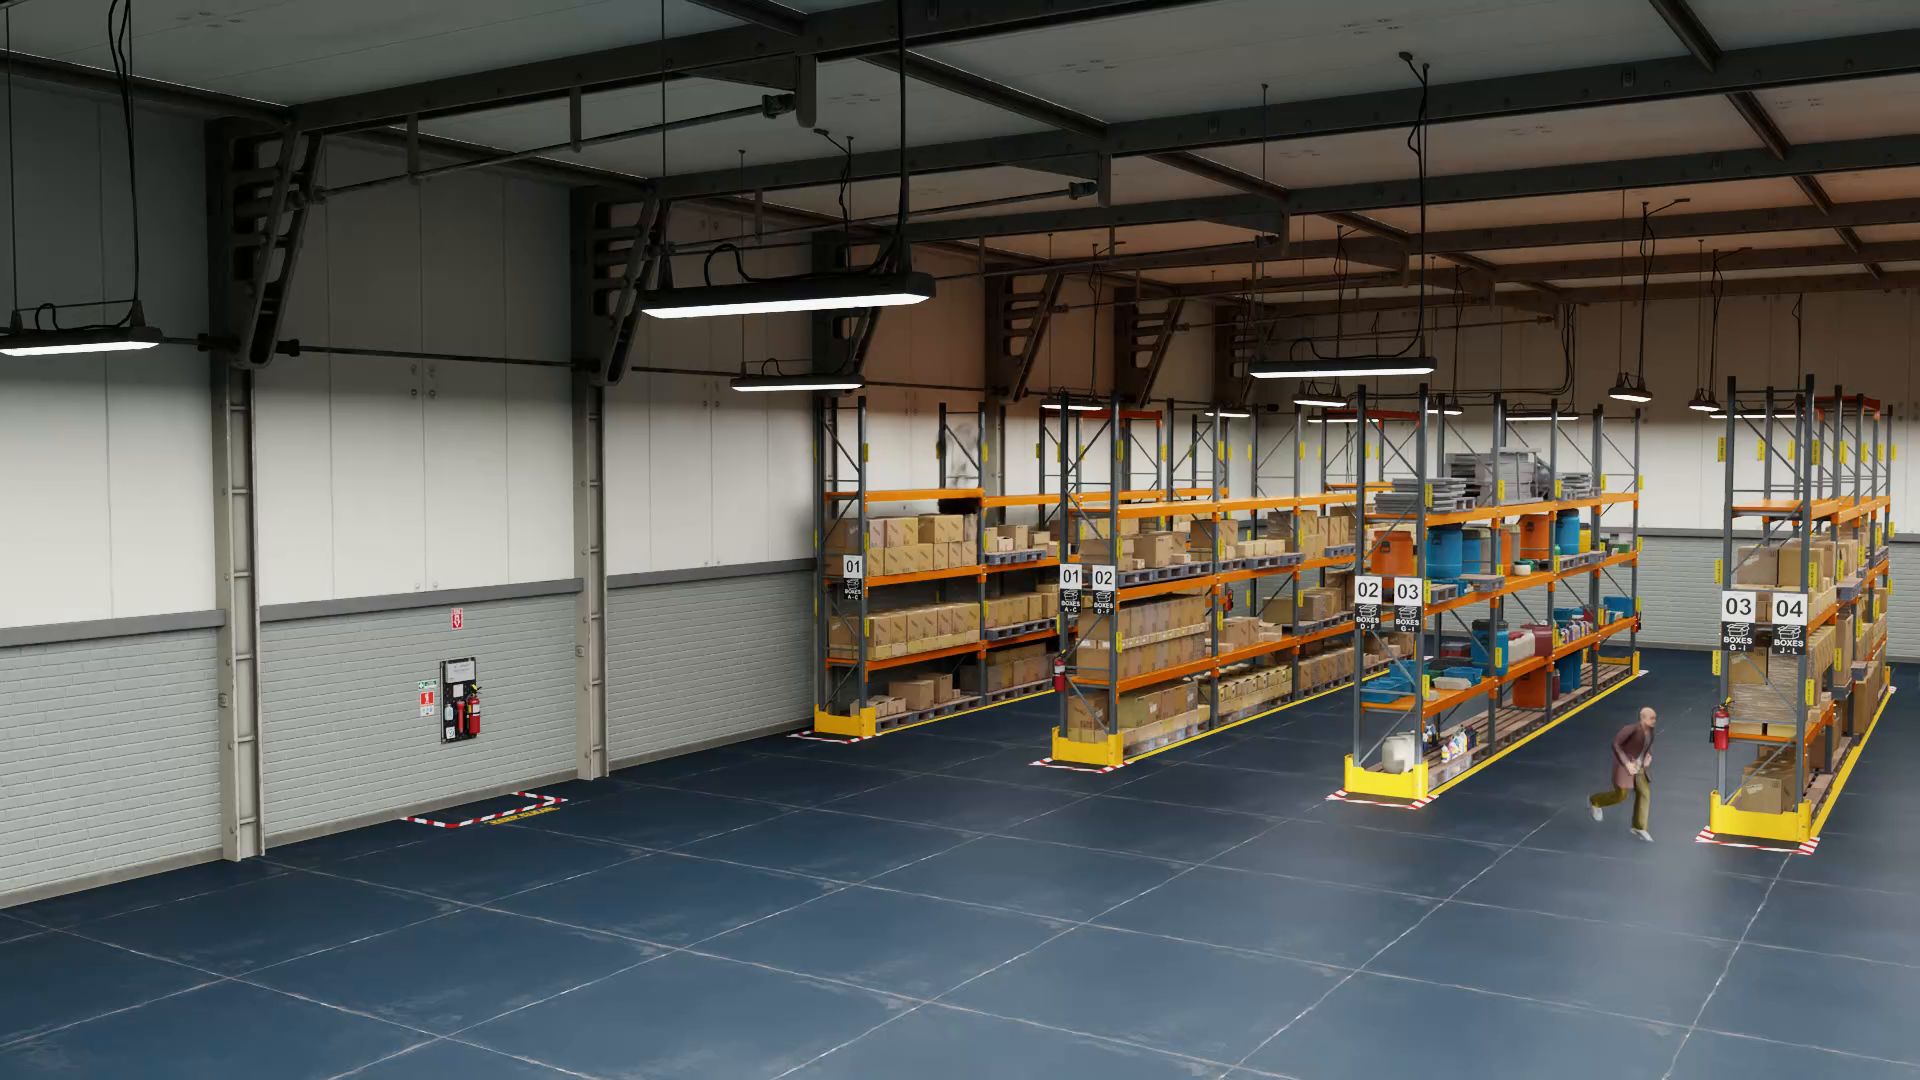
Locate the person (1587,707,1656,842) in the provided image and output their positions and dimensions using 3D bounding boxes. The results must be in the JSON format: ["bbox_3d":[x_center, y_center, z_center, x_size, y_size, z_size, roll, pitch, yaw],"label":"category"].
[{"bbox_3d":[8.719,3.020,21.865,0.733,1.742,1.048,-2,4,-34],"label":"person"}]
